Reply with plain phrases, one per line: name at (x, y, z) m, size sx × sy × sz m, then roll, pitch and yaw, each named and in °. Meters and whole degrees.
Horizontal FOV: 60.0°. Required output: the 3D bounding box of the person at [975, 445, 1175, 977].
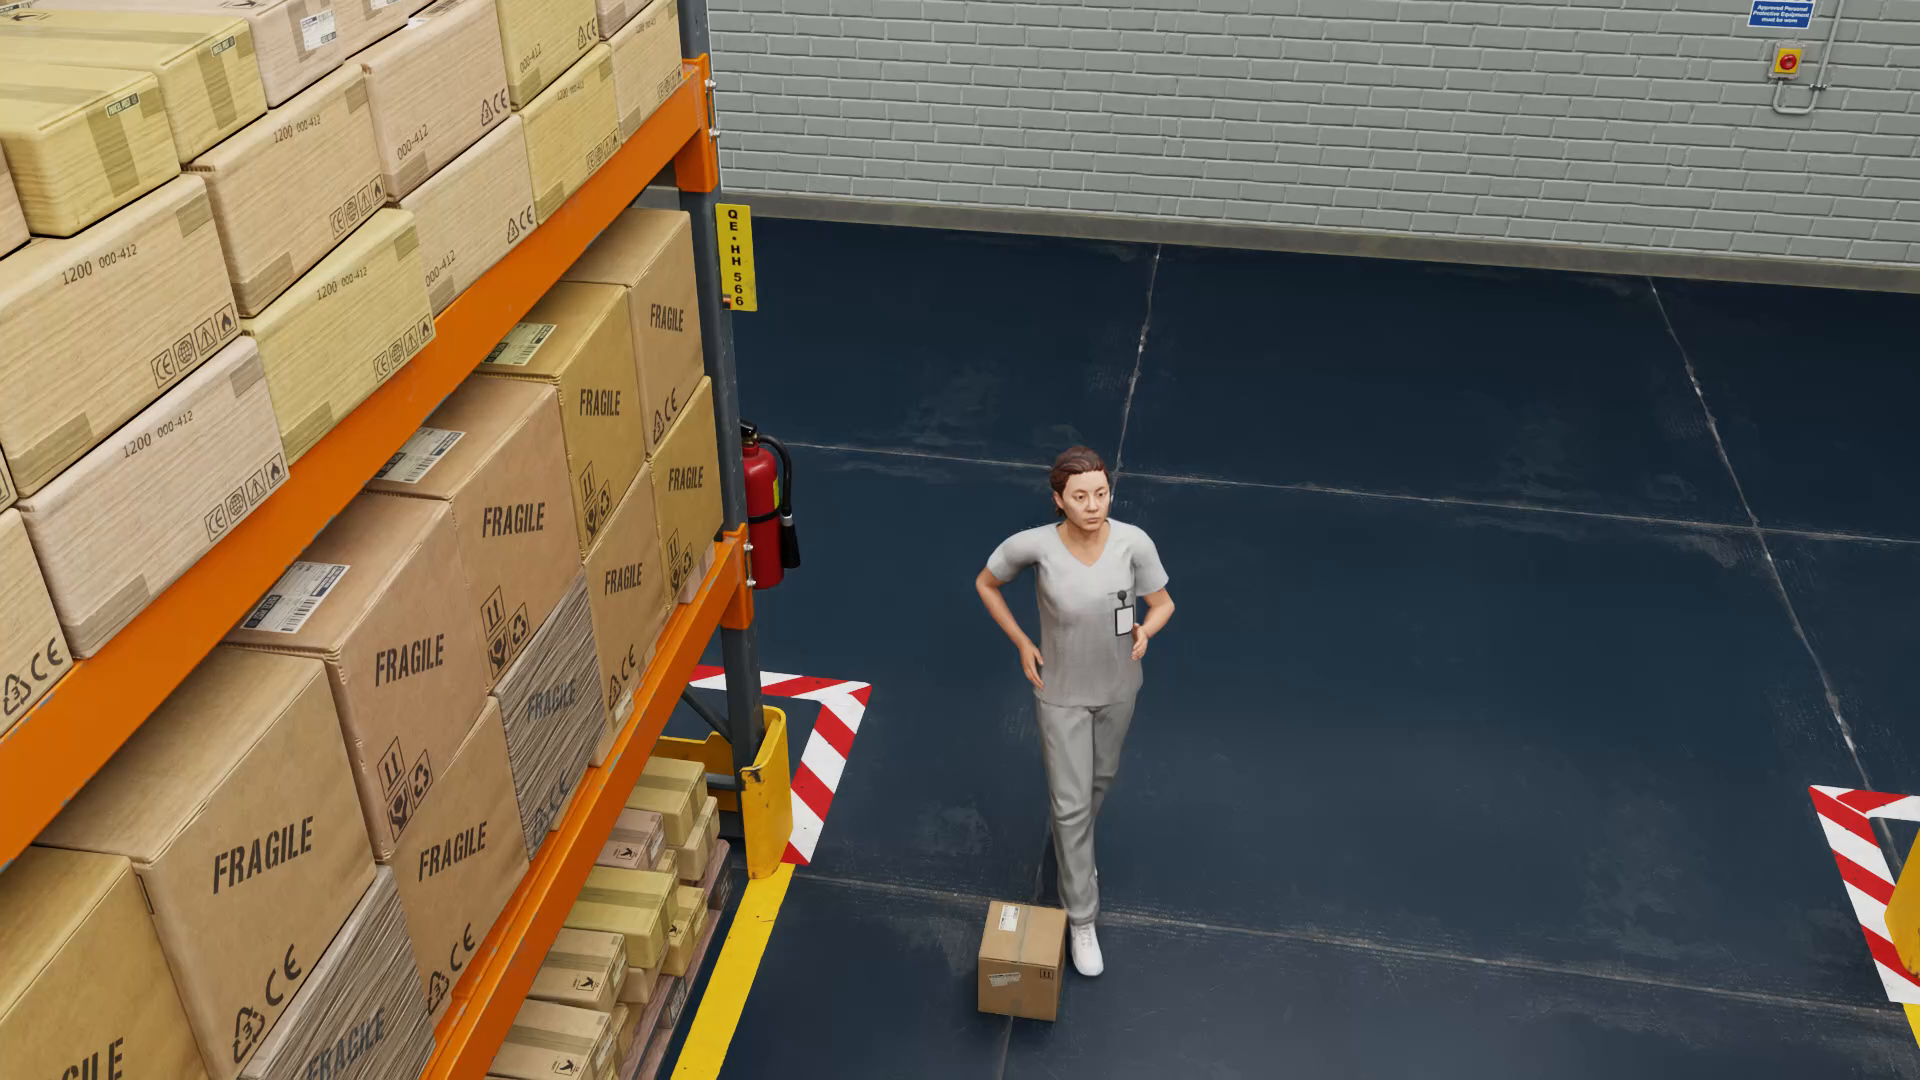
person at (0.416, 0.536, 5.263) m, size 0.595 × 1.655 × 0.718 m, roll -8°, pitch 33°, yaw -12°
